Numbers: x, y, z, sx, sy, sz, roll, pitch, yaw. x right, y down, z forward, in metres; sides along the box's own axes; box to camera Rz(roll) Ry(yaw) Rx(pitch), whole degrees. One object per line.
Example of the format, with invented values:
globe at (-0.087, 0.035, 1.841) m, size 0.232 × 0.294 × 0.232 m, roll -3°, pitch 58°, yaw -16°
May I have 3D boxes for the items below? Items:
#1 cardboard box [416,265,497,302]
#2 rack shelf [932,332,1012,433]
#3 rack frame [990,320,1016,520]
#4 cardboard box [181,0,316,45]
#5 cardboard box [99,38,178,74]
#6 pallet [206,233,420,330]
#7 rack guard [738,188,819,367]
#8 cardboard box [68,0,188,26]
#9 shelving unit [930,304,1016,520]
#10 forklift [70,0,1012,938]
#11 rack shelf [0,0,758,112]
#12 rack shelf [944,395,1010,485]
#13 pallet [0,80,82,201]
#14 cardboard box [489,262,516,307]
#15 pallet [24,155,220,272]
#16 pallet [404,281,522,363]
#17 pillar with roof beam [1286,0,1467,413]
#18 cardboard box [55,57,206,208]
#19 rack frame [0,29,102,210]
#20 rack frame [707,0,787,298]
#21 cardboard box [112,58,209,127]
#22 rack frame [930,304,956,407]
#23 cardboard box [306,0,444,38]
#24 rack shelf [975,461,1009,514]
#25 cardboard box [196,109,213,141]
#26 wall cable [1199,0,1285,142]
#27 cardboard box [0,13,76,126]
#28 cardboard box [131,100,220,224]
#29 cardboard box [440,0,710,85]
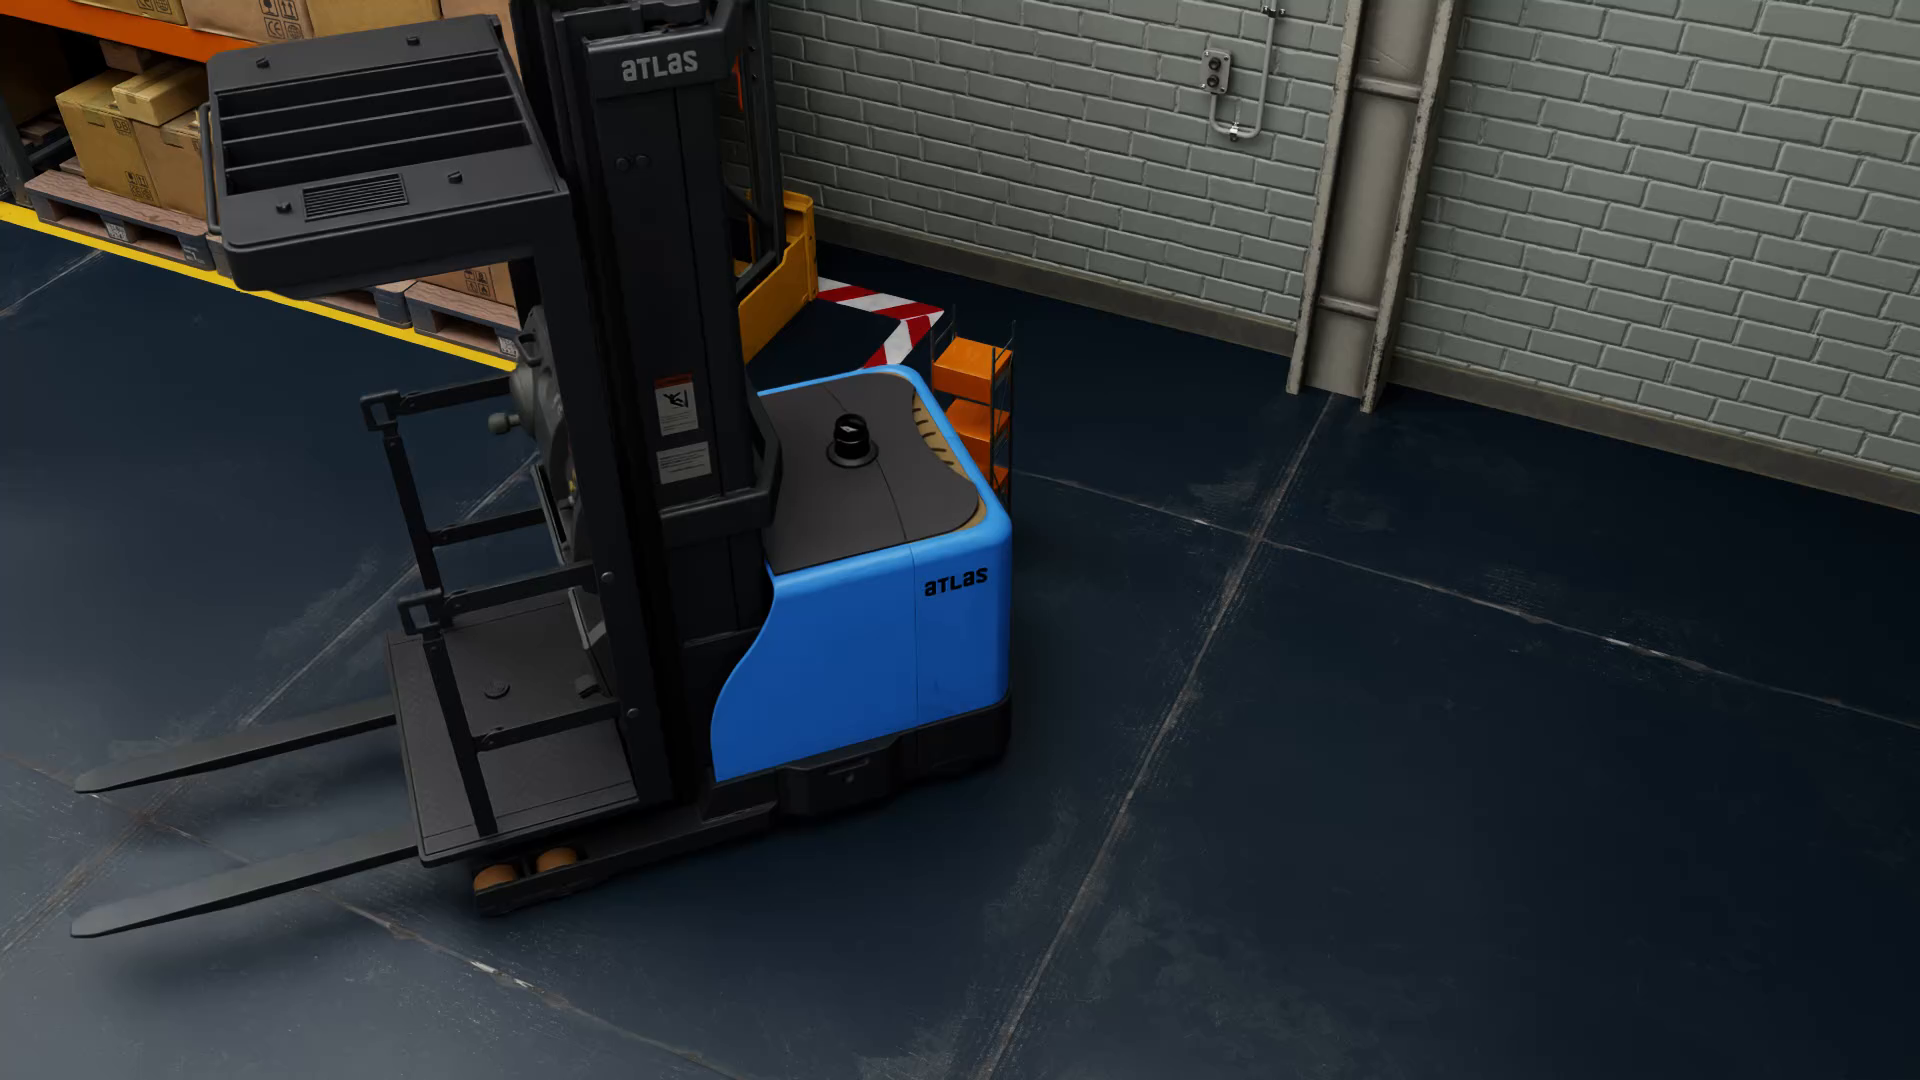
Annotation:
cardboard box at (-2.225, -1.563, 7.851) m, size 0.500 × 0.500 × 0.700 m, roll 17°, pitch 44°, yaw 19°
rack shelf at (0.048, -0.588, 6.210) m, size 0.240 × 0.259 × 0.215 m, roll 17°, pitch 44°, yaw 19°
rack frame at (0.159, -0.348, 6.350) m, size 0.008 × 1.050 × 0.200 m, roll 17°, pitch 44°, yaw 19°
cardboard box at (-2.912, -2.736, 7.387) m, size 0.700 × 0.700 × 0.980 m, roll 15°, pitch 43°, yaw 17°
cardboard box at (-4.133, -2.533, 8.475) m, size 0.250 × 0.149 × 0.380 m, roll 17°, pitch 44°, yaw 18°
pallet at (-2.954, -1.536, 8.361) m, size 1.213 × 0.211 × 1.003 m, roll 17°, pitch 44°, yaw 19°
rack guard at (-1.073, -1.125, 7.666) m, size 0.348 × 0.500 × 1.175 m, roll 17°, pitch 44°, yaw 19°
cardboard box at (-3.576, -2.932, 7.613) m, size 0.700 × 0.700 × 0.980 m, roll 16°, pitch 43°, yaw 18°
shelving unit at (0.048, -0.382, 6.389) m, size 0.252 × 1.050 × 0.215 m, roll 17°, pitch 44°, yaw 19°
forklift at (-1.393, -0.296, 4.854) m, size 3.031 × 2.935 × 1.130 m, roll -14°, pitch 43°, yaw -16°
rack shelf at (-2.907, -2.358, 7.729) m, size 4.000 × 0.370 × 1.077 m, roll 17°, pitch 44°, yaw 19°
rack shelf at (0.048, -0.374, 6.396) m, size 0.240 × 0.259 × 0.215 m, roll 17°, pitch 44°, yaw 19°
pallet at (-5.451, -2.299, 9.241) m, size 1.213 × 0.211 × 1.003 m, roll 17°, pitch 44°, yaw 19°
cardboard box at (-1.771, -1.424, 7.691) m, size 0.500 × 0.500 × 0.700 m, roll 17°, pitch 44°, yaw 19°
pallet at (-4.064, -1.873, 8.750) m, size 1.213 × 0.211 × 1.003 m, roll 17°, pitch 44°, yaw 19°
pallet at (-1.853, -1.197, 7.970) m, size 1.213 × 0.211 × 1.003 m, roll 17°, pitch 44°, yaw 19°
pillar with roof beam at (-0.102, -1.553, 1.672) m, size 0.400 × 9.000 × 9.100 m, roll 17°, pitch 44°, yaw 19°
cardboard box at (-4.085, -2.130, 8.505) m, size 0.500 × 0.500 × 0.700 m, roll 18°, pitch 44°, yaw 19°
rack frame at (-4.720, -3.184, 8.133) m, size 0.127 × 3.000 × 1.000 m, roll 17°, pitch 44°, yaw 19°
rack frame at (-1.095, -2.076, 6.855) m, size 0.127 × 3.000 × 1.000 m, roll 17°, pitch 44°, yaw 19°
cardboard box at (-3.852, -2.172, 8.058) m, size 0.250 × 0.149 × 0.380 m, roll 18°, pitch 44°, yaw 20°
rack frame at (-0.062, -0.416, 6.428) m, size 0.008 × 1.050 × 0.200 m, roll 17°, pitch 44°, yaw 19°
cardboard box at (-2.225, -2.519, 7.137) m, size 0.700 × 0.700 × 0.980 m, roll 17°, pitch 44°, yaw 18°
rack shelf at (0.048, -0.164, 6.578) m, size 0.240 × 0.259 × 0.215 m, roll 17°, pitch 44°, yaw 19°
cardboard box at (-3.379, -2.027, 7.891) m, size 0.250 × 0.149 × 0.380 m, roll 16°, pitch 43°, yaw 17°
wall cable at (0.465, -2.667, 6.761) m, size 1.851 × 1.984 × 0.084 m, roll 17°, pitch 44°, yaw 19°
cardboard box at (-5.364, -2.633, 8.818) m, size 0.750 × 0.750 × 0.750 m, roll 17°, pitch 44°, yaw 19°
cardboard box at (-3.632, -1.989, 8.342) m, size 0.500 × 0.500 × 0.700 m, roll 17°, pitch 44°, yaw 18°
cardboard box at (-1.561, -2.325, 6.913) m, size 0.700 × 0.700 × 0.980 m, roll 19°, pitch 44°, yaw 21°
